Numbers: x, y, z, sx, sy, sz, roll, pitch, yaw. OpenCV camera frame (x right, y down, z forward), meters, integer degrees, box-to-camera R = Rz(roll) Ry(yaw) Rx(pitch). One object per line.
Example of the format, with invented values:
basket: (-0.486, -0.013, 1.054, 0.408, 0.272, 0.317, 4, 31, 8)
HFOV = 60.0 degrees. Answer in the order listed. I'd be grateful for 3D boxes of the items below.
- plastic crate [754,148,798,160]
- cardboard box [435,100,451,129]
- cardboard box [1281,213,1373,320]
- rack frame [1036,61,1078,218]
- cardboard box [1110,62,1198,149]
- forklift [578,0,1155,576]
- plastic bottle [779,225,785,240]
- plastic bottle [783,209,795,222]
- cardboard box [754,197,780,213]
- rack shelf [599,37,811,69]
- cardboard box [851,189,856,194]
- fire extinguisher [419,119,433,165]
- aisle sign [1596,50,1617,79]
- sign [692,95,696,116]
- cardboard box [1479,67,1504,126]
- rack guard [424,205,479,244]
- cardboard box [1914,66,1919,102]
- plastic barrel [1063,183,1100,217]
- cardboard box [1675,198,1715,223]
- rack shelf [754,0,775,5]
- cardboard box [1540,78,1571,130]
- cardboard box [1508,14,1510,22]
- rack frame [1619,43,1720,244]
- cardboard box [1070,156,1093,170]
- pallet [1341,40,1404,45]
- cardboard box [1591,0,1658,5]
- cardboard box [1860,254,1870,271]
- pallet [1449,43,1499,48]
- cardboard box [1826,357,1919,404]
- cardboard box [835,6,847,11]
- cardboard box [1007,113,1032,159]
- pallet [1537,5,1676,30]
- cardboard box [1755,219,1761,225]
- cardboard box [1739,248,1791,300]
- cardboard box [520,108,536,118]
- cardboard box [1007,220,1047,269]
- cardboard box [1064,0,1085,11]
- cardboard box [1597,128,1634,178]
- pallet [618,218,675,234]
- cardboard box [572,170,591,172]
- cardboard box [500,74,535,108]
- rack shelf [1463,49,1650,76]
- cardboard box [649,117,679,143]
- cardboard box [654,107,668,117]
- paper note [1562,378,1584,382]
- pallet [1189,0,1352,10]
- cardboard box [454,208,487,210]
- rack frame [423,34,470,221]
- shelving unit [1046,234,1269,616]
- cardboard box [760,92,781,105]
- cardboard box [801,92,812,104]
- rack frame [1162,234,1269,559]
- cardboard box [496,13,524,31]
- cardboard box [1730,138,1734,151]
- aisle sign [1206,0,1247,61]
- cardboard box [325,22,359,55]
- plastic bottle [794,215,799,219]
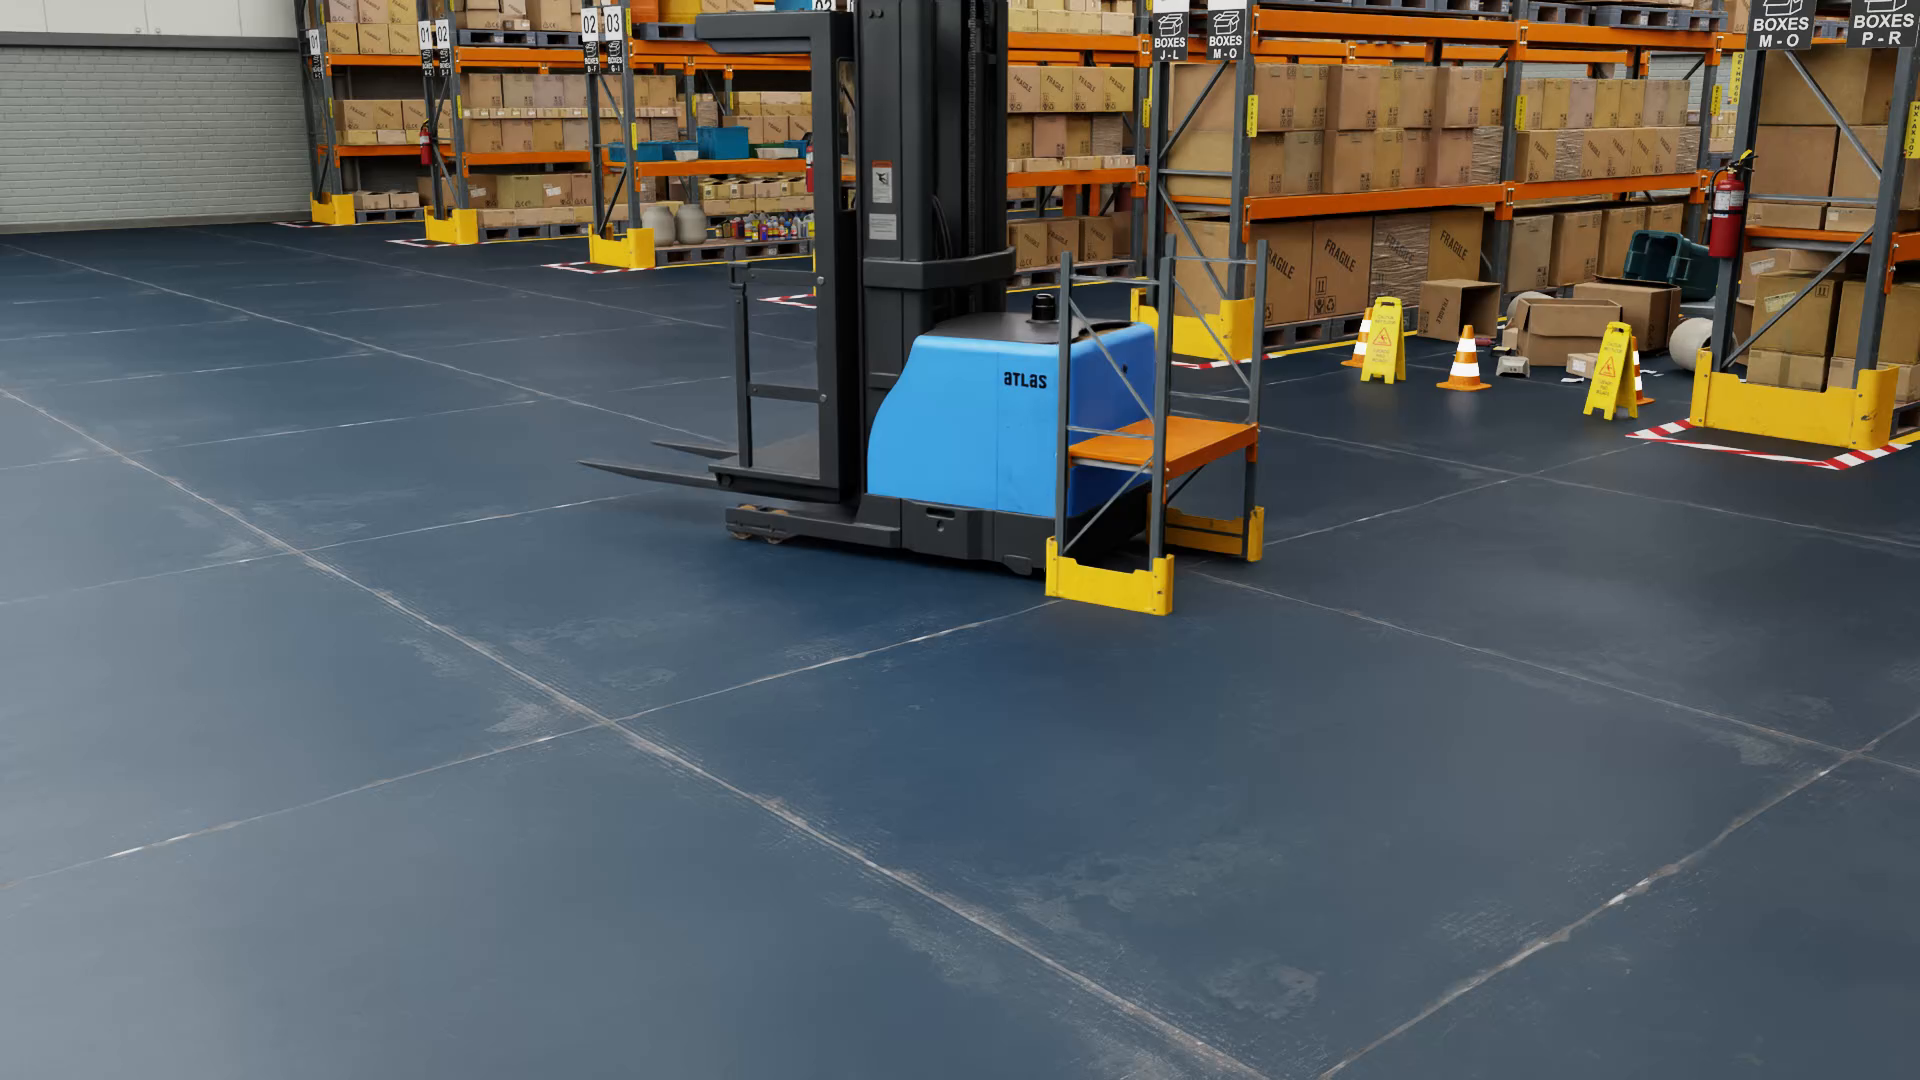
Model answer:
plastic crate: (-2.473, -5.247, 22.593, 0.437, 0.136, 0.530, -13, 19, -39)
cardboard box: (-9.223, -7.530, 29.427, 0.500, 0.500, 0.500, -12, 19, -38)
cardboard box: (3.129, -2.528, 15.206, 0.875, 0.875, 0.875, -13, 20, -40)
rack frame: (1.603, -6.377, 26.311, 0.127, 3.000, 1.000, -13, 19, -39)
cardboard box: (2.528, -5.335, 20.434, 1.000, 1.000, 1.000, -12, 19, -39)
forklift: (-0.583, -1.509, 8.218, 3.031, 2.935, 1.130, 8, 17, 28)
plastic bottle: (-2.451, -4.220, 22.808, 0.097, 0.201, 0.097, 0, 15, 0)
plastic bottle: (-2.438, -4.544, 23.730, 0.185, 0.351, 0.144, -14, 20, -42)
cardboard box: (-3.421, -5.733, 28.416, 0.500, 0.250, 0.500, -13, 20, -41)
rack shelf: (-2.923, -6.462, 22.211, 4.000, 0.370, 1.077, -13, 19, -39)
cardboard box: (-1.879, -6.350, 29.640, 0.500, 0.311, 0.500, -12, 19, -38)
fire extinguisher: (-8.075, -6.020, 25.123, 0.183, 0.674, 0.296, -13, 19, -39)
aisle sign: (10.747, -8.094, 27.703, 0.004, 0.787, 0.394, -13, 19, -39)
sign: (-4.298, -7.013, 26.861, 0.005, 0.325, 0.100, -13, 19, -39)
cardboard box: (4.715, -4.291, 16.117, 0.550, 0.550, 0.875, -13, 19, -39)
rack guard: (-7.699, -4.775, 25.157, 0.348, 0.500, 1.175, -13, 19, -39)
cardboard box: (5.953, -3.016, 11.023, 0.500, 0.500, 0.700, -12, 19, -39)
plastic barrel: (1.961, -5.617, 26.859, 0.708, 0.830, 0.600, -13, 19, -39)
cardboard box: (8.713, -3.857, 19.454, 0.500, 0.250, 0.500, -14, 20, -42)
rack shelf: (-3.392, -11.002, 34.170, 4.000, 0.370, 1.077, -13, 19, -39)
cardboard box: (5.774, -4.456, 16.990, 0.500, 0.500, 0.700, -13, 20, -40)
cardboard box: (8.423, -7.983, 25.311, 0.500, 0.500, 0.700, -14, 21, -43)
rack frame: (8.034, -4.430, 19.022, 0.127, 3.000, 1.000, -13, 19, -39)
cardboard box: (1.329, -4.385, 19.340, 0.250, 0.149, 0.380, -13, 19, -39)
pallet: (5.305, -6.890, 22.785, 1.003, 0.211, 1.213, -12, 19, -37)
cardboard box: (6.906, -5.830, 17.248, 0.500, 0.500, 0.500, -13, 19, -39)
cardboard box: (6.182, -1.982, 11.662, 0.250, 0.149, 0.380, -12, 19, -38)
pallet: (7.212, -7.282, 24.258, 1.217, 0.209, 0.805, -14, 20, -42)
cardboard box: (6.115, -1.085, 11.015, 0.500, 0.250, 0.500, -13, 20, -40)
cardboard box: (-0.984, -5.565, 17.750, 0.500, 0.250, 0.500, -12, 19, -38)
cardboard box: (0.341, -4.604, 18.903, 0.500, 0.500, 0.875, -13, 19, -39)
pallet: (6.741, -5.478, 17.501, 1.213, 0.211, 1.003, -12, 19, -37)
cardboard box: (9.496, -3.669, 20.203, 0.500, 0.500, 0.500, -13, 20, -41)
cardboard box: (7.151, -2.305, 14.444, 0.500, 0.500, 0.500, -13, 19, -39)
cardboard box: (-6.665, -6.502, 25.330, 0.250, 0.149, 0.380, -13, 20, -40)
cardboard box: (0.665, -3.451, 19.388, 0.500, 0.500, 0.500, 14, 20, 42)
cardboard box: (1.196, -6.054, 18.809, 0.250, 0.149, 0.380, -13, 20, -41)
cardboard box: (6.732, -4.093, 17.567, 0.500, 0.500, 0.500, -12, 19, -39)
pallet: (-5.291, -5.190, 27.272, 1.213, 0.211, 1.003, -13, 19, -39)
cardboard box: (-5.973, -5.714, 26.890, 0.500, 0.500, 0.500, -13, 19, -39)
cardboard box: (-6.887, -6.837, 25.327, 0.500, 0.500, 0.700, -13, 20, -41)
rack shelf: (9.380, -7.531, 26.212, 4.000, 0.370, 1.077, -13, 19, -39)
cardboard box: (-4.994, -6.636, 27.087, 0.500, 0.500, 0.700, -13, 20, -41)
cardboard box: (-4.916, -6.897, 26.806, 0.250, 0.149, 0.380, -13, 20, -41)
paper note: (4.731, -1.241, 12.838, 0.148, 0.019, 0.142, 8, 17, 28)
pallet: (2.552, -4.609, 14.051, 1.213, 0.211, 1.003, -13, 19, -39)
cardboard box: (-7.470, -5.009, 25.706, 0.500, 0.250, 0.500, -13, 19, -39)
rack frame: (-7.681, -5.987, 24.850, 0.127, 3.000, 1.000, -13, 19, -39)
shelving unit: (0.911, -0.560, 7.433, 0.587, 1.500, 1.083, 10, 18, 31)
cardboard box: (-3.984, -8.987, 33.822, 0.500, 0.250, 0.500, -13, 20, -40)
cardboard box: (-3.228, -9.161, 34.470, 0.500, 0.250, 0.500, -13, 20, -40)
rack frame: (1.176, -0.669, 7.842, 0.500, 1.500, 0.032, 10, 18, 31)
cardboard box: (-6.985, -7.880, 25.332, 0.500, 0.250, 0.500, -13, 19, -39)
cardboard box: (8.910, -4.639, 19.478, 0.250, 0.149, 0.380, -11, 19, -37)
aisle sign: (2.142, -4.260, 13.349, 0.004, 0.787, 0.394, -13, 19, -39)
cardboard box: (-10.519, -8.465, 28.085, 0.500, 0.500, 0.500, -12, 19, -38)
plastic bottle: (-2.326, -4.490, 23.680, 0.097, 0.271, 0.097, 0, 15, 0)
